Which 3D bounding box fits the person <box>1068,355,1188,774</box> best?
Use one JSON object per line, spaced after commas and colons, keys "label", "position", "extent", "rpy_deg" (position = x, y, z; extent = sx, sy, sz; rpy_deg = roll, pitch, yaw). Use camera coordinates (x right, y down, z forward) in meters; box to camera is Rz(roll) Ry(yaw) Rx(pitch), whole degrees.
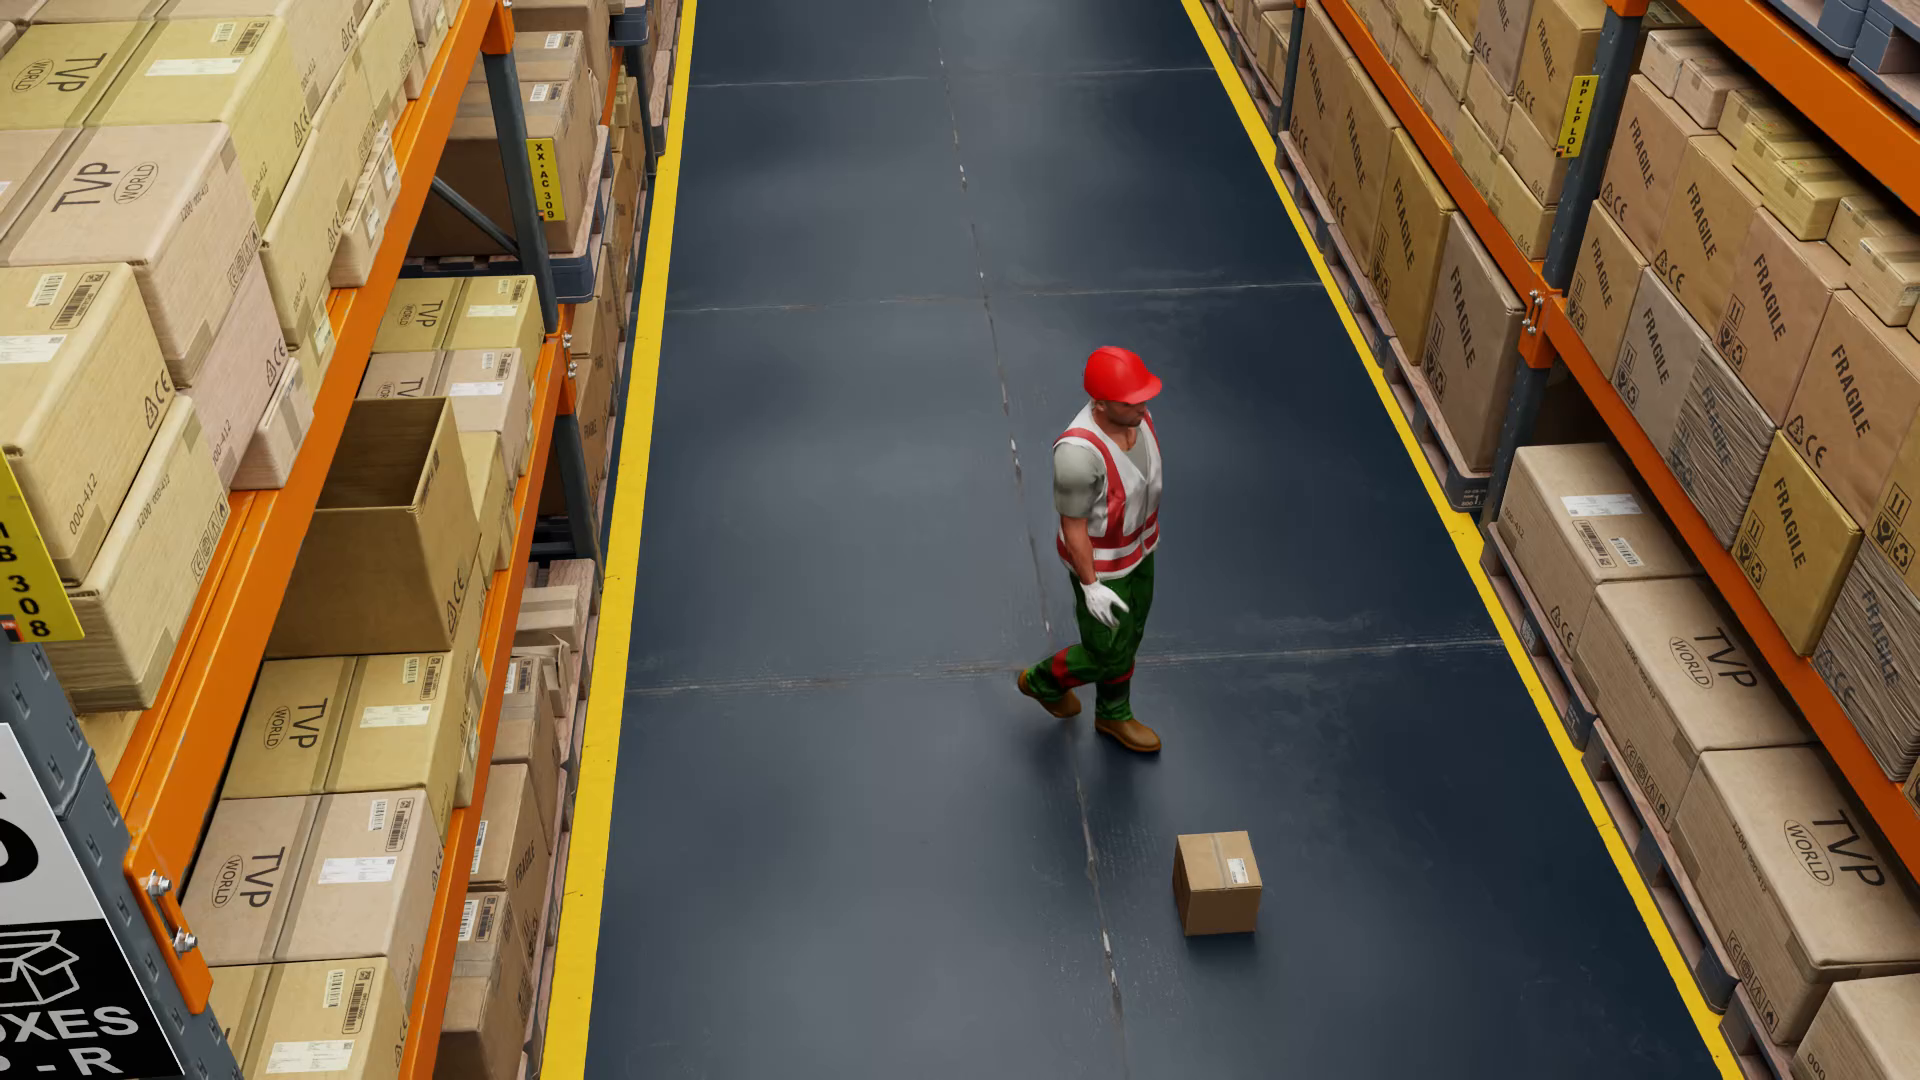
{"label": "person", "position": [0.642, 0.117, 6.017], "extent": [0.387, 1.843, 0.565], "rpy_deg": [25, 45, 28]}
